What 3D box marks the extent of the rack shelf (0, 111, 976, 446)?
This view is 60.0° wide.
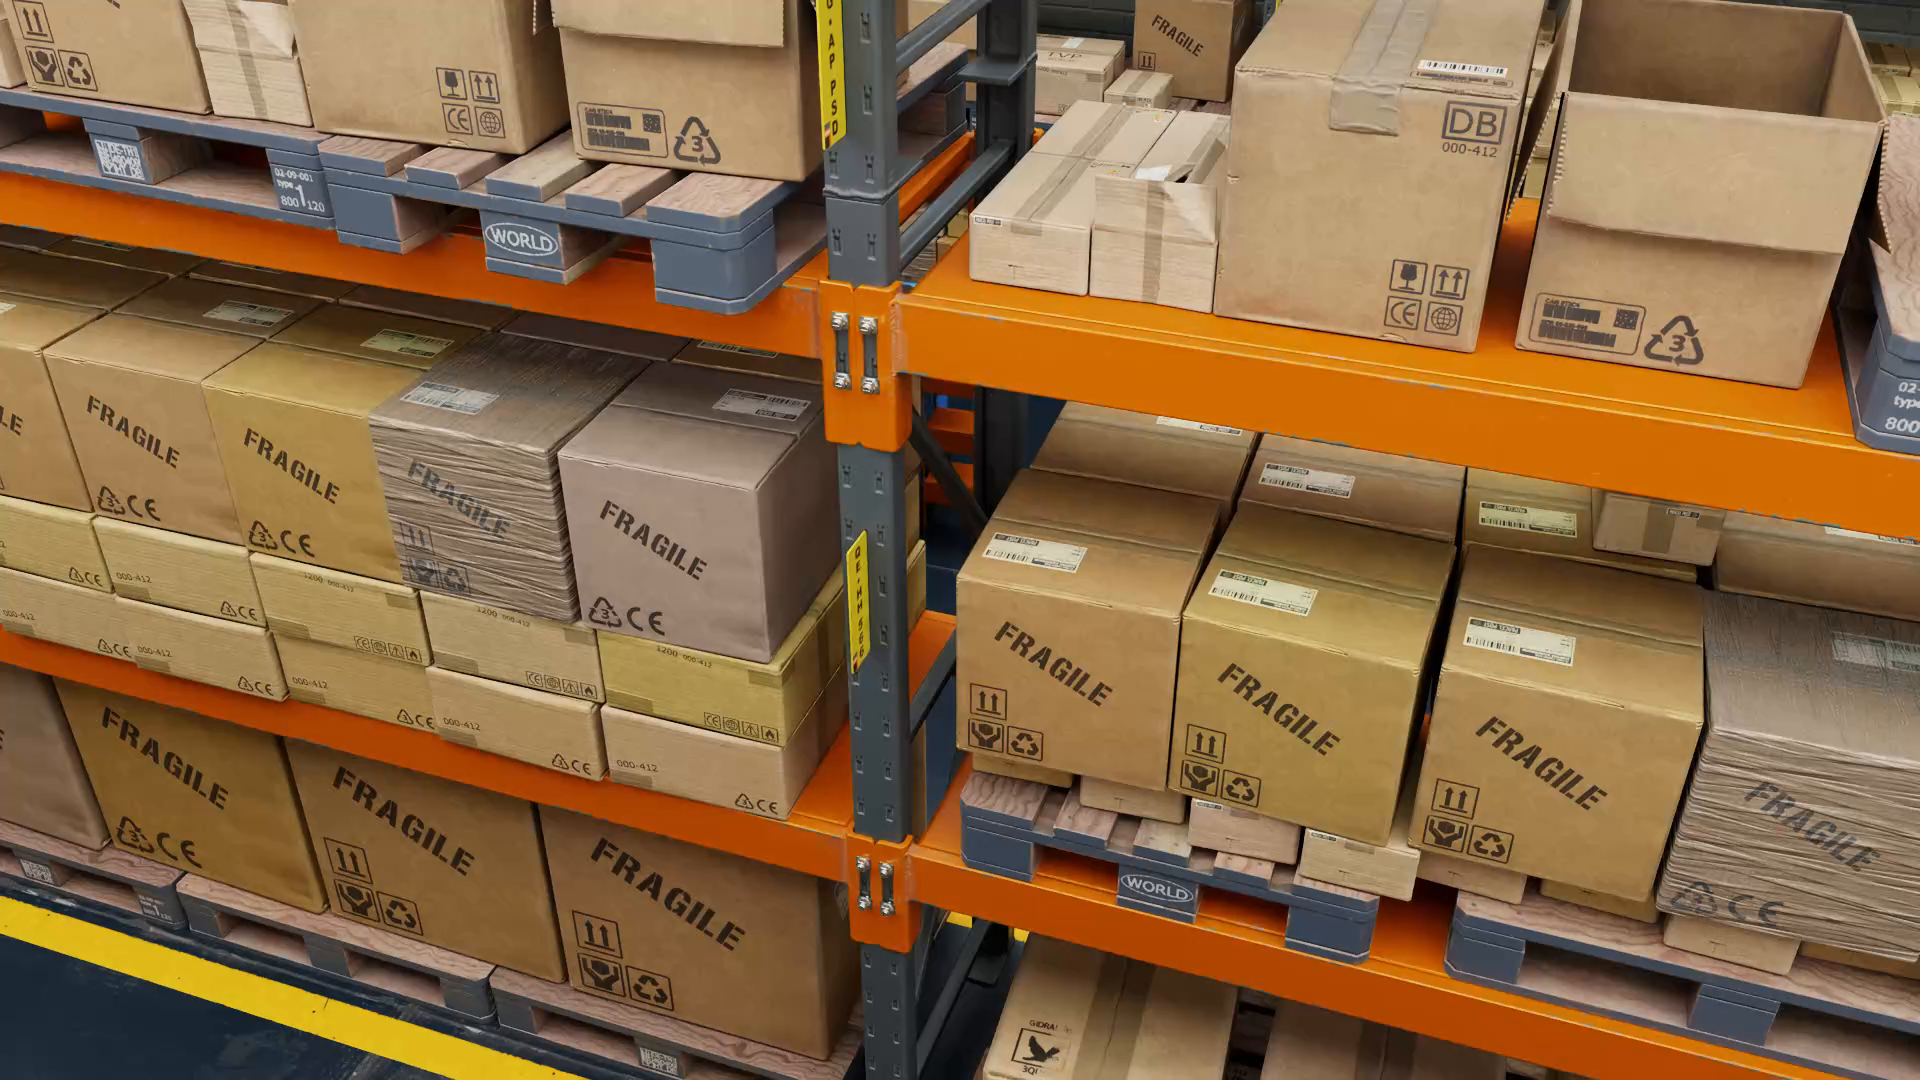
[{"bbox_3d":[-1.924,-0.981,4.401,4.000,0.370,1.077,11,34,16],"label":"rack shelf"}]

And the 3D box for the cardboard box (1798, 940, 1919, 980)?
[{"bbox_3d":[1.978,0.756,3.658,0.250,0.149,0.380,10,34,15],"label":"cardboard box"}]

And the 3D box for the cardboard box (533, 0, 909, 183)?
[{"bbox_3d":[-0.447,-1.129,3.485,0.637,0.503,0.797,9,34,14],"label":"cardboard box"}]

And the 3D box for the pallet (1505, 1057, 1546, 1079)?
[{"bbox_3d":[1.839,1.883,4.640,1.213,0.211,1.003,11,34,16],"label":"pallet"}]

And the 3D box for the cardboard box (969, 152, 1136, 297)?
[{"bbox_3d":[0.198,-0.667,3.484,0.250,0.149,0.380,11,34,16],"label":"cardboard box"}]

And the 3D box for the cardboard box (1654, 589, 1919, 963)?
[{"bbox_3d":[1.768,0.481,3.486,0.500,0.500,0.500,10,34,15],"label":"cardboard box"}]

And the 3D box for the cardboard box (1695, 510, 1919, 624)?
[{"bbox_3d":[1.960,0.222,3.887,0.500,0.500,0.500,10,34,15],"label":"cardboard box"}]

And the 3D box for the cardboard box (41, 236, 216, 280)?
[{"bbox_3d":[-2.341,-0.704,5.060,0.500,0.500,0.500,12,35,18],"label":"cardboard box"}]

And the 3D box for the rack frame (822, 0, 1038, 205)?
[{"bbox_3d":[-0.041,-2.177,2.826,0.127,3.000,1.000,11,34,16],"label":"rack frame"}]

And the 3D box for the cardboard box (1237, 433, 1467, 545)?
[{"bbox_3d":[0.971,0.030,4.185,0.500,0.500,0.500,10,34,16],"label":"cardboard box"}]

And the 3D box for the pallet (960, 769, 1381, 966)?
[{"bbox_3d":[0.666,0.500,4.387,1.003,0.211,1.213,11,34,16],"label":"pallet"}]

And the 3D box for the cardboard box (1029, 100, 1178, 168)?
[{"bbox_3d":[0.327,-0.861,3.784,0.250,0.149,0.380,11,34,16],"label":"cardboard box"}]

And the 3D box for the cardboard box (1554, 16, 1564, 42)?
[{"bbox_3d":[2.986,-2.384,7.987,0.250,0.149,0.380,11,34,16],"label":"cardboard box"}]

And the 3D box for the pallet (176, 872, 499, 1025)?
[{"bbox_3d":[-1.902,1.108,5.840,1.213,0.211,1.003,11,34,16],"label":"pallet"}]

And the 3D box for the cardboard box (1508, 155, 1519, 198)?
[{"bbox_3d":[2.437,-1.829,7.955,0.500,0.250,0.500,10,34,15],"label":"cardboard box"}]

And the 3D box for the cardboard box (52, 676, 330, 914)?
[{"bbox_3d":[-2.343,0.561,5.687,0.875,0.875,0.875,12,35,18],"label":"cardboard box"}]

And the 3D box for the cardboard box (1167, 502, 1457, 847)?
[{"bbox_3d":[0.798,0.292,3.779,0.500,0.500,0.500,13,35,19],"label":"cardboard box"}]

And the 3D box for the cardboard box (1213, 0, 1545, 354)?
[{"bbox_3d":[0.848,-0.780,3.336,0.500,0.500,0.700,11,34,16],"label":"cardboard box"}]

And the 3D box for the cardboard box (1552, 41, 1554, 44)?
[{"bbox_3d":[3.099,-2.213,8.090,0.500,0.250,0.500,11,34,16],"label":"cardboard box"}]

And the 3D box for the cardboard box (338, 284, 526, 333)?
[{"bbox_3d":[-1.375,-0.522,4.780,0.500,0.500,0.500,12,35,18],"label":"cardboard box"}]

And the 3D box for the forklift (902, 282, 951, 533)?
[{"bbox_3d":[-1.619,-1.463,7.314,3.031,2.935,1.130,9,34,14],"label":"forklift"}]

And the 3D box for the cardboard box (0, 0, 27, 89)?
[{"bbox_3d":[-2.204,-1.256,3.901,0.258,0.266,0.396,14,35,20],"label":"cardboard box"}]

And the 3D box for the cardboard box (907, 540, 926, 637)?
[{"bbox_3d":[-0.417,0.188,4.831,0.500,0.250,0.500,10,34,16],"label":"cardboard box"}]

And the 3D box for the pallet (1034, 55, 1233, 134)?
[{"bbox_3d":[0.968,-2.200,8.568,1.003,0.211,1.213,11,34,16],"label":"pallet"}]

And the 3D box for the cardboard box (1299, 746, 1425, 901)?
[{"bbox_3d":[0.951,0.630,3.853,0.250,0.149,0.380,11,34,17],"label":"cardboard box"}]

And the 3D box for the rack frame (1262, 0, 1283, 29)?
[{"bbox_3d":[1.630,-2.192,8.380,0.127,3.000,1.000,11,34,16],"label":"rack frame"}]

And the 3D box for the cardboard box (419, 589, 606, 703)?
[{"bbox_3d":[-1.066,0.145,4.437,0.500,0.250,0.500,10,34,15],"label":"cardboard box"}]

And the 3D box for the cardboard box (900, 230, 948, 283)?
[{"bbox_3d":[-0.297,-1.563,9.323,0.500,0.500,0.500,10,34,15],"label":"cardboard box"}]

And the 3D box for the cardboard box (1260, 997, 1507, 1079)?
[{"bbox_3d":[1.185,1.510,4.681,0.625,0.372,0.950,10,34,16],"label":"cardboard box"}]

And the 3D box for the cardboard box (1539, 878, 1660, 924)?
[{"bbox_3d":[1.483,0.666,3.797,0.250,0.149,0.380,12,35,18],"label":"cardboard box"}]

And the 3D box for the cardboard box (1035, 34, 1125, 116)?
[{"bbox_3d":[0.528,-2.333,8.350,0.500,0.250,0.500,9,34,14],"label":"cardboard box"}]

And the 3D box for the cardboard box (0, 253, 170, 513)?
[{"bbox_3d":[-2.530,-0.452,4.670,0.500,0.500,0.500,10,34,15],"label":"cardboard box"}]

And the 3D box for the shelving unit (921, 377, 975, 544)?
[{"bbox_3d":[-0.021,-0.450,7.479,0.252,1.050,0.215,9,34,14],"label":"shelving unit"}]

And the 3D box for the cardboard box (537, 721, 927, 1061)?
[{"bbox_3d":[-0.663,0.891,5.177,0.875,0.875,0.875,11,34,16],"label":"cardboard box"}]

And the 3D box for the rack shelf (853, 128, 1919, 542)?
[{"bbox_3d":[1.842,-0.249,3.268,4.000,0.370,1.077,11,34,16],"label":"rack shelf"}]

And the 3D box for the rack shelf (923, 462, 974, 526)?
[{"bbox_3d":[-0.021,-0.208,7.636,0.240,0.259,0.215,9,34,14],"label":"rack shelf"}]

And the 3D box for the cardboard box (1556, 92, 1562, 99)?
[{"bbox_3d":[2.830,-2.144,7.615,0.250,0.149,0.380,11,35,17],"label":"cardboard box"}]

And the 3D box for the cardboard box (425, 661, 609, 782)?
[{"bbox_3d":[-1.091,0.361,4.564,0.500,0.250,0.500,12,35,17],"label":"cardboard box"}]

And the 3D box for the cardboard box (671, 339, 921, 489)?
[{"bbox_3d":[-0.423,-0.334,4.488,0.500,0.500,0.500,10,34,15],"label":"cardboard box"}]

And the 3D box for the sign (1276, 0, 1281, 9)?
[{"bbox_3d":[1.456,-2.366,7.655,0.005,0.325,0.100,11,34,16],"label":"sign"}]

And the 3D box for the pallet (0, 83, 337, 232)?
[{"bbox_3d":[-1.719,-1.132,4.146,1.213,0.211,1.003,13,35,19],"label":"pallet"}]

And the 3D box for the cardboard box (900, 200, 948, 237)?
[{"bbox_3d":[-0.159,-1.809,9.106,0.250,0.149,0.380,9,34,14],"label":"cardboard box"}]

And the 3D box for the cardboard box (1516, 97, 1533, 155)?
[{"bbox_3d":[2.436,-2.041,7.823,0.500,0.250,0.500,12,35,18],"label":"cardboard box"}]

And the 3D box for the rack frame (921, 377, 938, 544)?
[{"bbox_3d":[-0.138,-0.469,7.508,0.008,1.050,0.200,9,34,14],"label":"rack frame"}]

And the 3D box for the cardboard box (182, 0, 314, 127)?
[{"bbox_3d":[-1.455,-1.110,3.676,0.258,0.266,0.396,10,34,15],"label":"cardboard box"}]

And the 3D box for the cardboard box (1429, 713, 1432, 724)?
[{"bbox_3d":[1.374,0.341,4.301,0.250,0.149,0.380,12,35,17],"label":"cardboard box"}]

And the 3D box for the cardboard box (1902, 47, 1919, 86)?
[{"bbox_3d":[4.420,-2.107,7.557,0.250,0.149,0.380,11,34,16],"label":"cardboard box"}]

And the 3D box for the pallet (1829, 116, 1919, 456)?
[{"bbox_3d":[2.202,-0.462,3.107,1.003,0.211,1.213,11,34,16],"label":"pallet"}]

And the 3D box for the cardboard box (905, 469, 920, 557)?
[{"bbox_3d":[-0.435,-0.023,4.697,0.500,0.250,0.500,11,34,16],"label":"cardboard box"}]

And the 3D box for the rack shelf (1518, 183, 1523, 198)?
[{"bbox_3d":[3.513,-1.524,8.008,4.000,0.370,1.077,11,34,16],"label":"rack shelf"}]

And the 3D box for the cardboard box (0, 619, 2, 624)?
[{"bbox_3d":[-2.994,-0.017,5.149,0.500,0.250,0.500,10,34,15],"label":"cardboard box"}]

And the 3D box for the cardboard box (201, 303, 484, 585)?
[{"bbox_3d":[-1.567,-0.264,4.379,0.500,0.500,0.500,11,34,17],"label":"cardboard box"}]

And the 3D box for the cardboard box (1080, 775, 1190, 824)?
[{"bbox_3d":[0.457,0.496,4.062,0.250,0.149,0.380,9,34,14],"label":"cardboard box"}]

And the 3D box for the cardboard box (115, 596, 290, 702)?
[{"bbox_3d":[-2.049,0.182,4.842,0.500,0.250,0.500,10,34,16],"label":"cardboard box"}]

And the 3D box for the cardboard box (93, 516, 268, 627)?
[{"bbox_3d":[-2.044,-0.033,4.713,0.500,0.250,0.500,10,34,15],"label":"cardboard box"}]

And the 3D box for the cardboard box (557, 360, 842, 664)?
[{"bbox_3d":[-0.616,-0.080,4.094,0.500,0.500,0.500,10,34,15],"label":"cardboard box"}]

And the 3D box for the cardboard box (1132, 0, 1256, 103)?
[{"bbox_3d":[1.198,-2.585,8.508,0.500,0.500,0.500,13,35,19],"label":"cardboard box"}]
